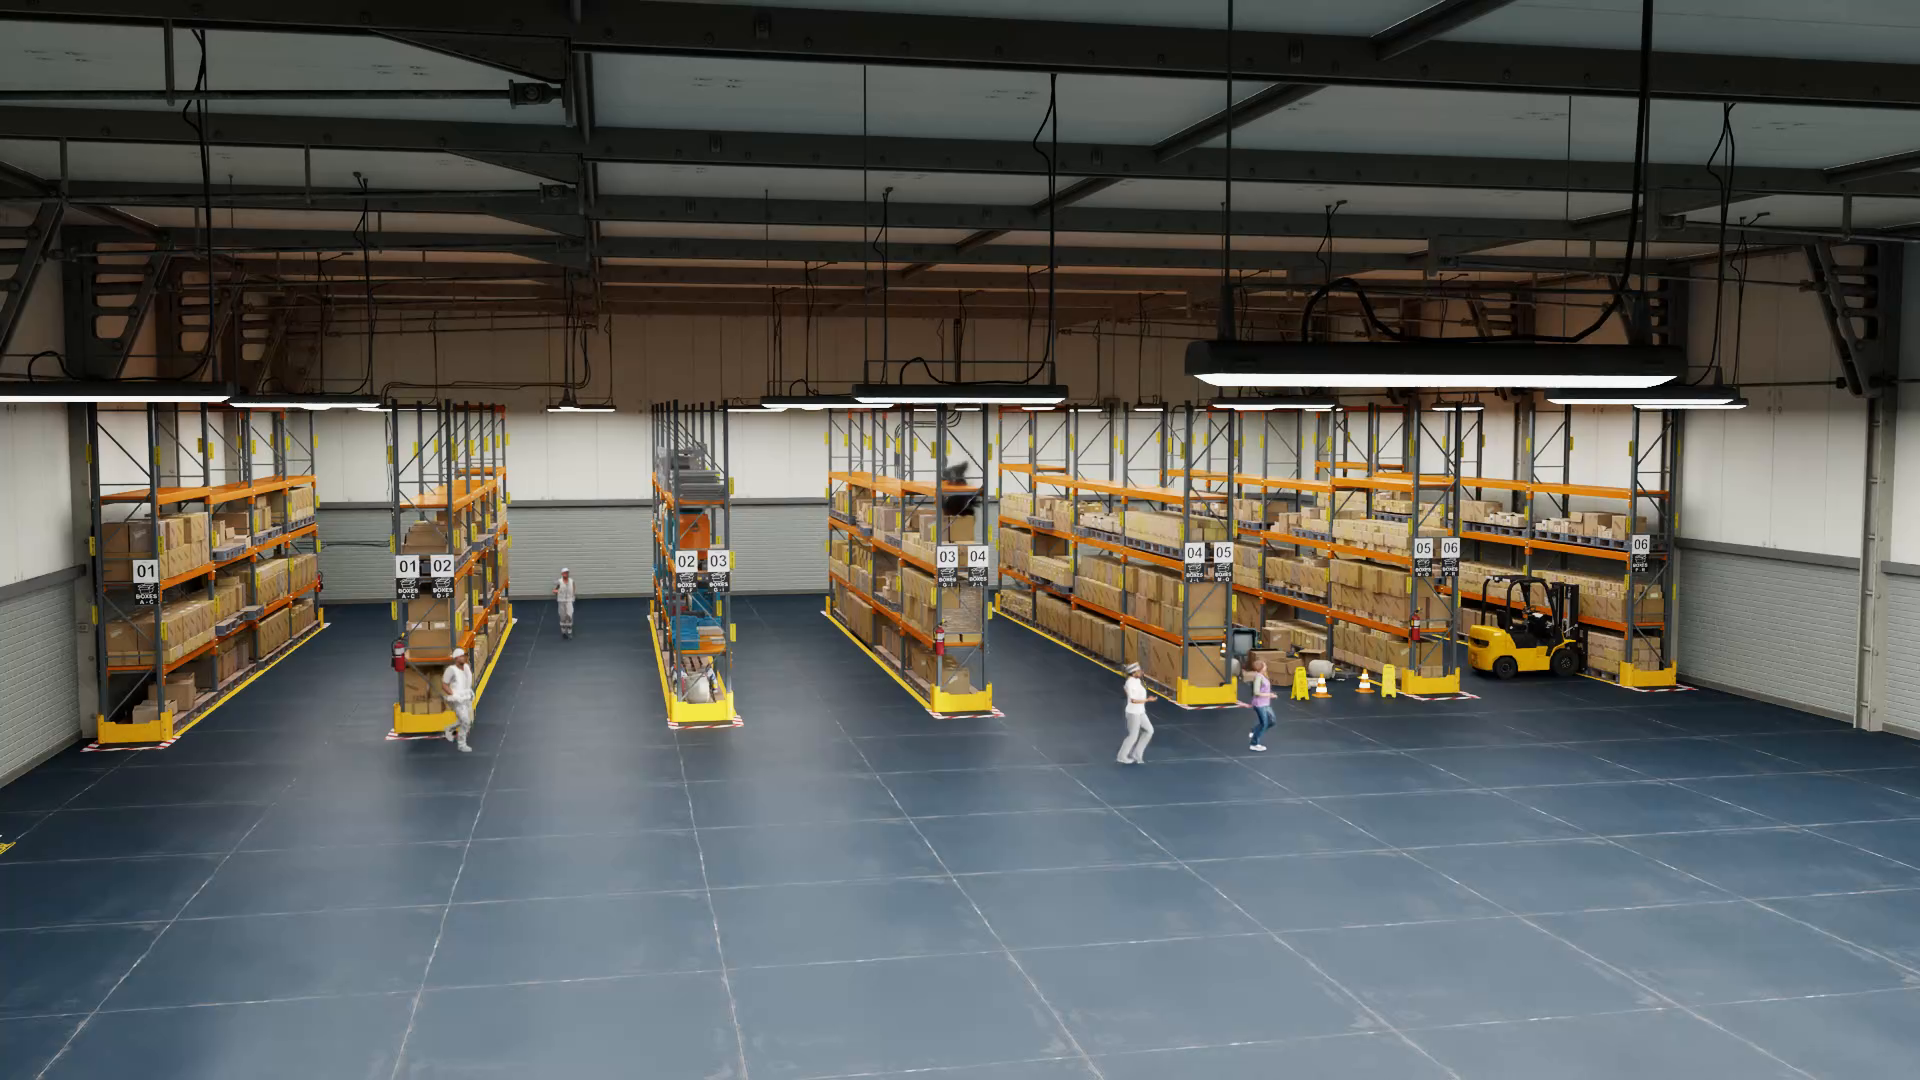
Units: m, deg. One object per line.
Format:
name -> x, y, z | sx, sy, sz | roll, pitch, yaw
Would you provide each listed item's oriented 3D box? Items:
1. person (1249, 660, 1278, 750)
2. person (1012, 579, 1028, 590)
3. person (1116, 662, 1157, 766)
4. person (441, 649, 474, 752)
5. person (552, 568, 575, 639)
person -> 5.171, 2.806, 28.290 | 0.536, 1.556, 0.526 | 2, 5, 23
person -> 1.895, 1.091, 50.074 | 0.624, 1.741, 0.686 | -1, 4, -12
person -> 2.892, 2.845, 27.098 | 0.665, 1.731, 0.555 | 1, 5, 17
person -> -8.601, 2.720, 28.412 | 0.659, 1.744, 0.717 | 2, 5, 19
person -> -10.134, 1.635, 42.602 | 0.615, 1.850, 0.772 | -2, 5, -22
